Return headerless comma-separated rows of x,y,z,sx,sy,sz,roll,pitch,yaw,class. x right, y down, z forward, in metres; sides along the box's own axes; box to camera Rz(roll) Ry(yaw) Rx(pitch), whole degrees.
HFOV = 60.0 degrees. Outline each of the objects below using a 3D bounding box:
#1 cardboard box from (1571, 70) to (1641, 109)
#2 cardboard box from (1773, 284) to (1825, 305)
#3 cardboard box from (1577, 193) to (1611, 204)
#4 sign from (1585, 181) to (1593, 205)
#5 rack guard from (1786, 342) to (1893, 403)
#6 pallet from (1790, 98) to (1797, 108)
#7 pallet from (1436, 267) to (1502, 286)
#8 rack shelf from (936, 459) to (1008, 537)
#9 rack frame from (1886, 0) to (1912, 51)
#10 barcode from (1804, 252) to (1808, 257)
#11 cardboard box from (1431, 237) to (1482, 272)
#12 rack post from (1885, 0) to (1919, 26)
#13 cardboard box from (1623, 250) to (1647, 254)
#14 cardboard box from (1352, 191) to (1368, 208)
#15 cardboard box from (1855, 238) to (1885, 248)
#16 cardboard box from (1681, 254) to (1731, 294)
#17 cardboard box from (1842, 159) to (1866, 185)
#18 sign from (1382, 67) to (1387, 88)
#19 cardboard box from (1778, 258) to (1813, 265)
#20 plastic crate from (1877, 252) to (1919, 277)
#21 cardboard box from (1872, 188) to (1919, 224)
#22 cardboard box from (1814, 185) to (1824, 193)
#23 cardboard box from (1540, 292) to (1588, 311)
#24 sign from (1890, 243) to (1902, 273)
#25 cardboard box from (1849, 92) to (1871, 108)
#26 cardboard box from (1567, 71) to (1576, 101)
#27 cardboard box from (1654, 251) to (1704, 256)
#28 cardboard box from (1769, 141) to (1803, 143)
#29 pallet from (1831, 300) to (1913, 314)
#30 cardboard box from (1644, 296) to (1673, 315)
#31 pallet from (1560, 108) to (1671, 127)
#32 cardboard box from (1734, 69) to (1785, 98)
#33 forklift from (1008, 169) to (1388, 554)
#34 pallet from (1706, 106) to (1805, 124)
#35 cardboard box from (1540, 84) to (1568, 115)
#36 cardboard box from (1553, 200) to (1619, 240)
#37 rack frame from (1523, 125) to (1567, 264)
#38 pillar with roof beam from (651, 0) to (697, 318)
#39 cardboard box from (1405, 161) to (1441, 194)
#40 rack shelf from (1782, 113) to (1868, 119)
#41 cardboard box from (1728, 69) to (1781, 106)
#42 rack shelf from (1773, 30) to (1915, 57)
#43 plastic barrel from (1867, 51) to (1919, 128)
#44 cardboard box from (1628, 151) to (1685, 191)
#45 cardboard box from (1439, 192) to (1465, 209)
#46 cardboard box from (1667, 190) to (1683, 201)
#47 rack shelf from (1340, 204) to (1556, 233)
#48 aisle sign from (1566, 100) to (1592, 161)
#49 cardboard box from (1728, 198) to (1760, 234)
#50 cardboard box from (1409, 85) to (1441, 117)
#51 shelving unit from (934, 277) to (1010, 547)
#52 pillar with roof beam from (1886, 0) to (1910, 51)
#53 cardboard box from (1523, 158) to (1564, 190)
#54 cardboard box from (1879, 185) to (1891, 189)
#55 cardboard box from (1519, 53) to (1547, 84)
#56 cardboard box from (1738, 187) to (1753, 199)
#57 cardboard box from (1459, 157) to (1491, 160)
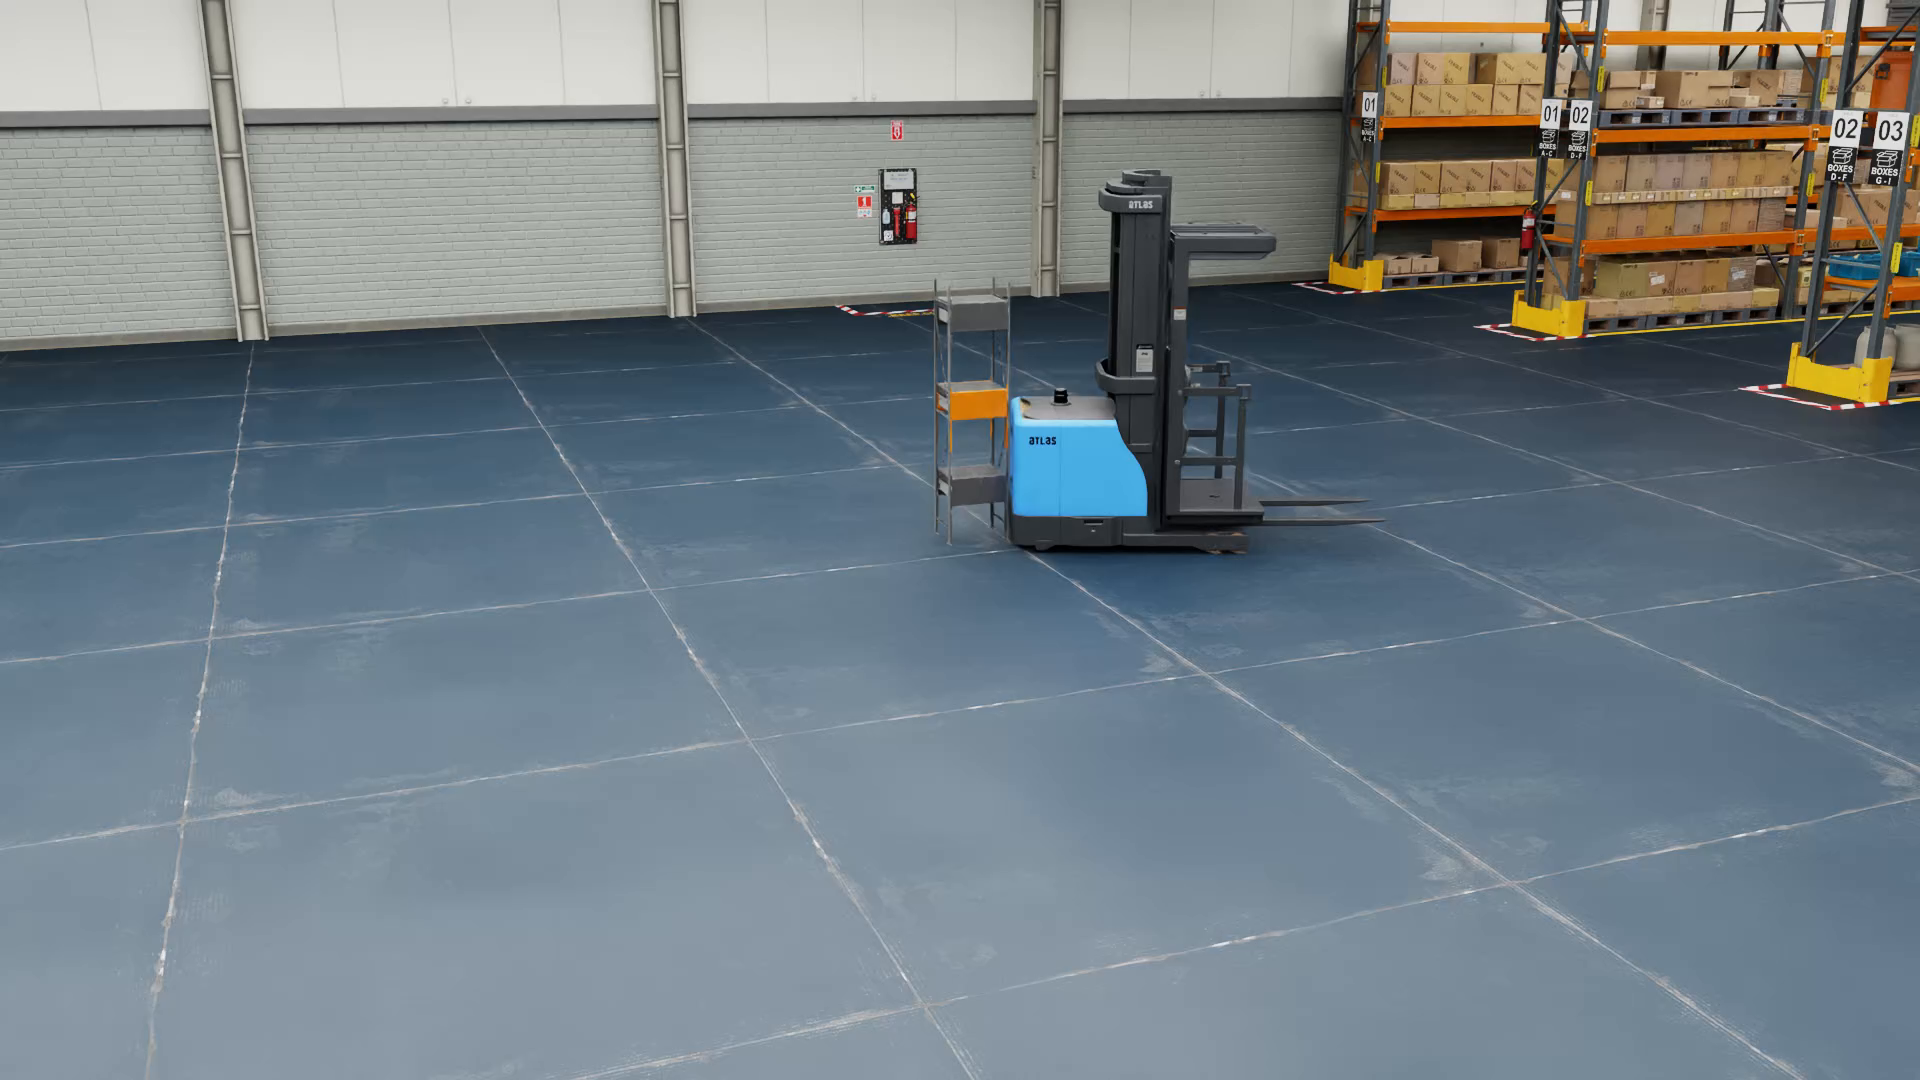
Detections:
8.962,-6.262,23.098,0.637,0.503,0.797,-5,17,-16,cardboard box
12.625,-3.709,25.039,0.500,0.250,0.500,-7,18,-21,cardboard box
8.868,-4.790,23.257,0.250,0.149,0.380,-6,18,-20,cardboard box
8.617,-4.755,22.788,0.005,0.325,0.100,-6,17,-20,sign
10.247,-1.965,19.402,0.348,0.500,1.175,-6,17,-20,rack guard
15.744,-8.098,30.864,1.213,0.211,1.003,-5,17,-18,pallet
8.628,-4.615,28.939,1.213,0.211,1.003,-6,17,-20,pallet
0.092,-0.344,13.577,0.480,0.518,0.431,-5,17,-17,rack shelf
17.854,-9.839,31.132,0.127,3.000,1.000,-6,17,-20,rack frame
12.547,-4.240,24.664,0.075,0.075,0.001,-6,17,-20,barcode
8.562,-4.927,28.708,0.500,0.500,0.700,-7,18,-24,cardboard box
10.944,-5.826,18.352,0.954,0.300,0.937,-4,17,-14,rack post
12.020,-5.350,30.150,0.500,0.500,0.700,-6,17,-19,cardboard box
7.015,-5.787,28.210,0.500,0.250,0.500,-6,17,-19,cardboard box
17.293,-6.031,31.882,0.750,0.750,0.750,-6,17,-19,cardboard box
10.868,-3.890,24.325,0.500,0.500,0.500,-6,17,-20,cardboard box
16.568,-6.946,31.186,0.500,0.500,0.500,-6,17,-20,cardboard box
6.842,-7.467,26.826,0.005,0.325,0.100,-6,17,-20,sign
12.918,-4.173,25.624,0.500,0.311,0.500,-6,17,-19,cardboard box
11.162,-3.266,19.660,0.408,0.251,0.499,-6,17,-20,plastic crate
14.333,-5.129,25.563,0.500,0.500,0.500,-7,18,-23,cardboard box
15.937,-6.576,31.079,0.250,0.149,0.380,-6,17,-20,cardboard box
8.819,-3.462,24.198,0.500,0.250,0.500,-6,17,-20,cardboard box
10.386,-3.132,18.448,0.005,0.325,0.100,-6,17,-20,sign
13.250,-6.536,24.727,0.500,0.250,0.500,-8,18,-25,cardboard box
10.922,-7.877,28.851,0.500,0.500,0.500,-4,17,-12,cardboard box
10.680,-4.028,24.795,0.500,0.500,0.500,-6,17,-20,cardboard box
15.414,-7.334,31.176,0.500,0.250,0.500,-7,18,-21,cardboard box
13.974,-3.722,25.897,1.213,0.211,1.003,-6,17,-20,pallet
9.937,-3.427,24.080,0.500,0.250,0.500,-6,17,-20,cardboard box
9.094,-5.909,23.230,1.213,0.211,1.003,-6,17,-20,pallet
14.542,-8.319,30.321,0.500,0.500,0.700,-8,18,-24,cardboard box
1.927,-1.445,13.315,3.031,2.935,1.130,0,16,0,forklift
11.372,-6.155,24.068,1.213,0.211,1.003,-6,17,-20,pallet
9.998,-7.535,28.396,0.500,0.500,0.500,-6,17,-19,cardboard box
8.865,-4.539,23.556,0.500,0.500,0.700,-6,17,-20,cardboard box
10.383,-6.154,29.231,0.127,3.000,1.000,-6,17,-20,rack frame
-2.673,-6.585,20.051,0.400,9.000,9.100,-6,17,-20,pillar with roof beam
7.666,-6.064,27.826,0.500,0.500,0.500,-6,17,-20,cardboard box
15.986,-7.853,30.970,4.000,0.370,1.077,-6,17,-20,rack shelf
11.595,-6.626,24.342,0.500,0.500,0.500,-5,17,-16,cardboard box
14.027,-7.394,24.793,4.000,0.370,1.077,-6,17,-20,rack shelf
10.601,-5.073,18.720,0.708,0.830,0.600,-6,17,-20,plastic barrel
9.874,-5.273,23.750,0.500,0.500,0.700,-6,17,-20,cardboard box
8.175,-5.760,28.120,0.500,0.250,0.500,-6,18,-21,cardboard box
10.069,-4.920,23.701,0.250,0.149,0.380,-6,18,-21,cardboard box
8.516,-5.607,28.646,4.000,0.370,1.077,-6,17,-20,rack shelf
8.472,-5.608,22.758,0.004,0.787,0.394,-6,17,-20,aisle sign
11.257,-4.798,24.435,0.500,0.500,0.700,-6,18,-21,cardboard box
7.564,-7.260,27.462,0.500,0.500,0.500,-5,17,-16,cardboard box
0.092,-1.029,13.376,0.503,2.100,0.431,-5,17,-17,shelving unit
19.738,-9.005,28.291,0.400,9.000,9.100,-6,17,-20,pillar with roof beam
10.052,-6.322,28.704,0.500,0.500,0.500,-6,17,-20,cardboard box
17.412,-6.709,31.533,0.250,0.149,0.380,-6,17,-19,cardboard box
9.502,-7.950,28.037,0.500,0.500,0.500,-5,17,-17,cardboard box
11.262,-5.048,24.137,0.250,0.149,0.380,-6,17,-20,cardboard box
8.918,-6.359,28.829,0.500,0.500,0.500,-6,17,-19,cardboard box
